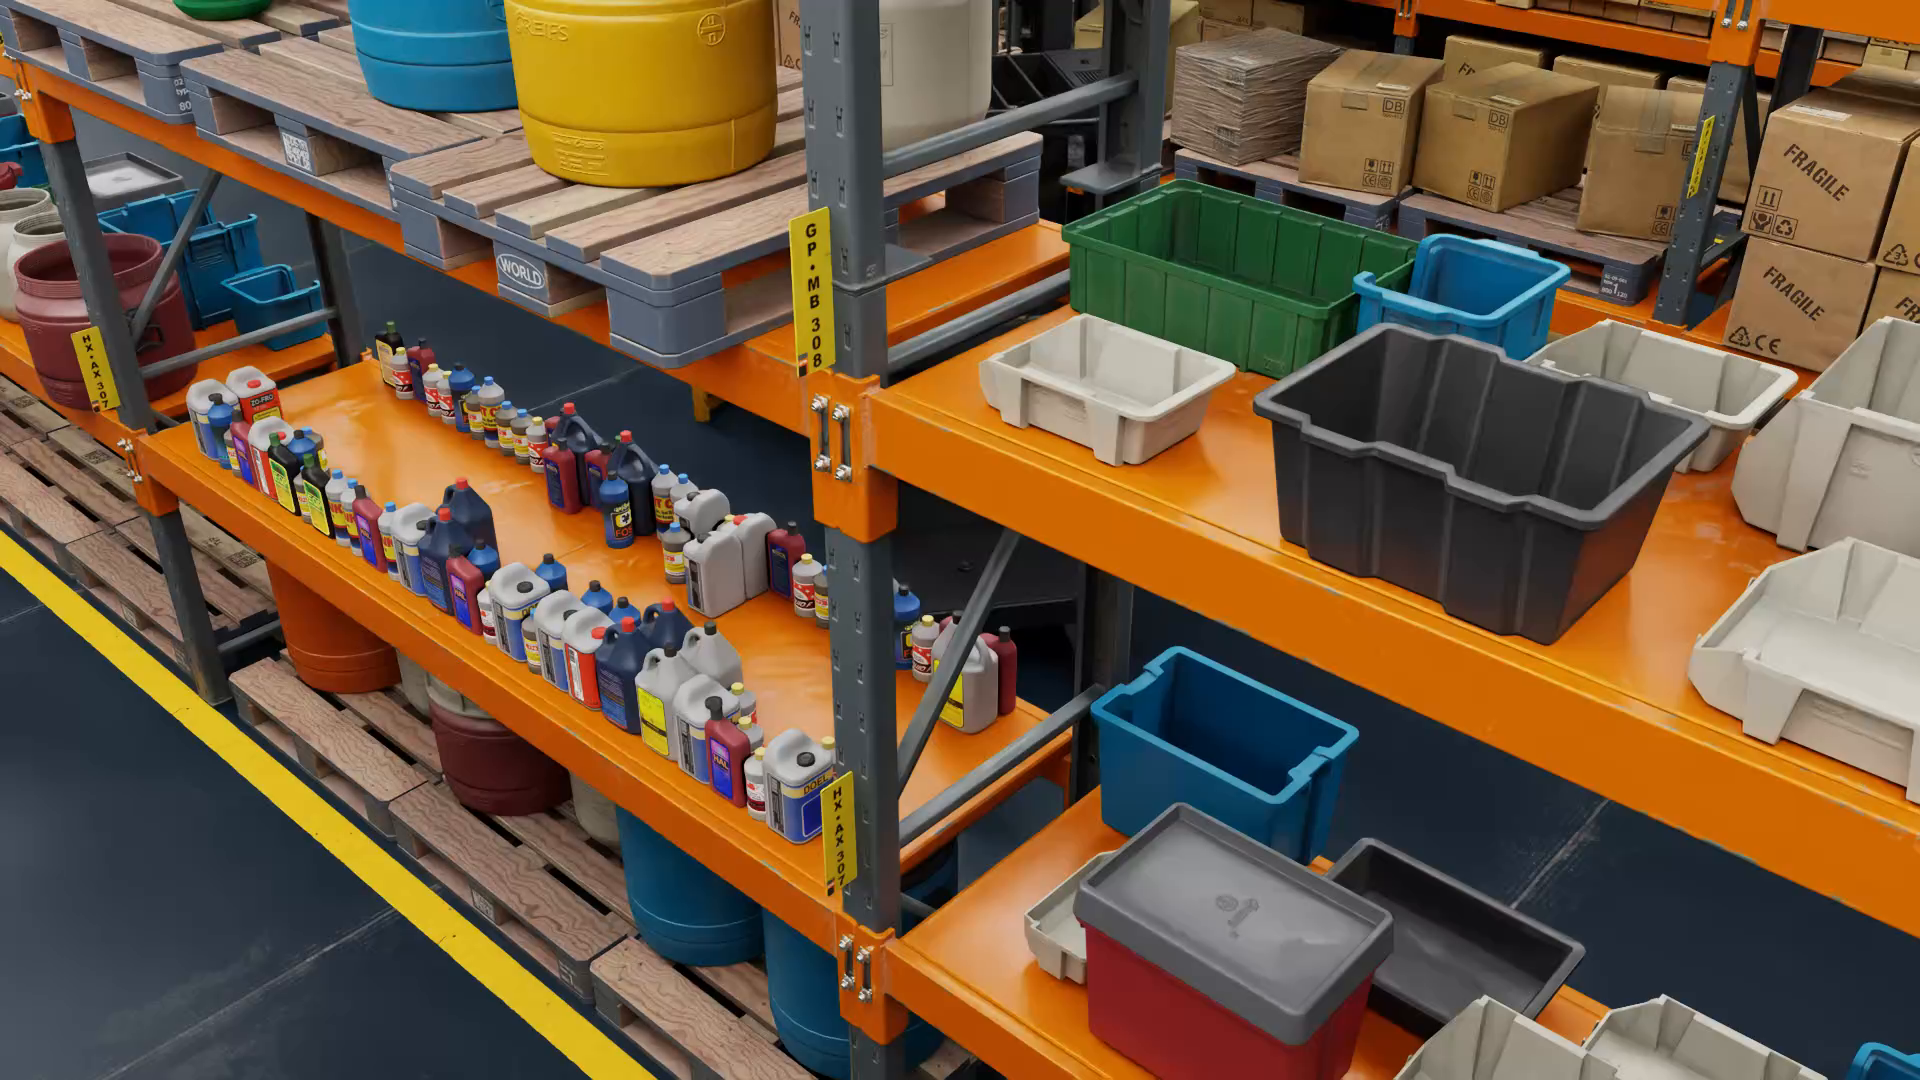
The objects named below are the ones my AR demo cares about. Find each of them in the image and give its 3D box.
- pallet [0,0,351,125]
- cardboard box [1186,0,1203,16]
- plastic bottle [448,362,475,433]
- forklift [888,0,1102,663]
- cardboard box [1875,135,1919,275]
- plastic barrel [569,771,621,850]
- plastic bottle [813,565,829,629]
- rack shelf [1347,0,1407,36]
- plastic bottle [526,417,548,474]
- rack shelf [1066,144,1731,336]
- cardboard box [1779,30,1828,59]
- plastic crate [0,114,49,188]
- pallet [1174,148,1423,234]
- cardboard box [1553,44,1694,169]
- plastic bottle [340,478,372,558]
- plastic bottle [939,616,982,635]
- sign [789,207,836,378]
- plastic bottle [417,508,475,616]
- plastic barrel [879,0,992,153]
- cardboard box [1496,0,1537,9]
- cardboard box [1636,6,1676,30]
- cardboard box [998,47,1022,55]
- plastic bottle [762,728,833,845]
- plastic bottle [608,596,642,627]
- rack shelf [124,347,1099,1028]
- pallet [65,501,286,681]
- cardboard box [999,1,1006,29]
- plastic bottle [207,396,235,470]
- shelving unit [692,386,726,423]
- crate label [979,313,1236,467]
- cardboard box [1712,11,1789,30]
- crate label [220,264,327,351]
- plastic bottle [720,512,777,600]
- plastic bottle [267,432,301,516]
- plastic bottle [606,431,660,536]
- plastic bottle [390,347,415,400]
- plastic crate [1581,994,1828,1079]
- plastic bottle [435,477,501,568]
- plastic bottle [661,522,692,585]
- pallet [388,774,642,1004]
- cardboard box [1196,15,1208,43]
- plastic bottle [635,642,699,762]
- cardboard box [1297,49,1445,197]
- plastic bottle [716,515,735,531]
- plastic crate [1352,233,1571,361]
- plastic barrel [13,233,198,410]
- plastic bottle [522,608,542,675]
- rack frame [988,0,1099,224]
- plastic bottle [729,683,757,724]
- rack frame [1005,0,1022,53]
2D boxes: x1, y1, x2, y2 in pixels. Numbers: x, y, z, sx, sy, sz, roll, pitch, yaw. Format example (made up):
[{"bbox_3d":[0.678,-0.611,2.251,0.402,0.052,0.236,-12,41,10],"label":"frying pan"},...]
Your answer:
[{"bbox_3d":[-2.378,-1.683,5.411,1.213,0.211,1.003,25,39,35],"label":"pallet"},{"bbox_3d":[2.077,-4.814,14.608,0.500,0.250,0.500,24,38,34],"label":"cardboard box"},{"bbox_3d":[-1.904,-0.554,6.387,0.097,0.271,0.097,0,31,0],"label":"plastic bottle"},{"bbox_3d":[0.107,-0.907,6.915,1.130,2.935,3.031,-6,32,-9],"label":"forklift"},{"bbox_3d":[3.956,-1.311,6.453,0.500,0.500,0.500,24,38,34],"label":"cardboard box"},{"bbox_3d":[-1.189,0.820,5.984,0.421,0.512,0.421,0,31,0],"label":"plastic barrel"},{"bbox_3d":[-0.412,0.172,5.248,0.097,0.201,0.097,0,31,0],"label":"plastic bottle"},{"bbox_3d":[2.286,-4.953,14.267,4.000,0.370,1.077,25,39,35],"label":"rack shelf"},{"bbox_3d":[-1.544,-0.356,6.126,0.097,0.201,0.097,0,31,0],"label":"plastic bottle"},{"bbox_3d":[1.930,-1.673,8.818,4.000,0.370,1.077,25,39,35],"label":"rack shelf"},{"bbox_3d":[5.694,-3.348,11.128,0.250,0.149,0.380,25,39,35],"label":"cardboard box"},{"bbox_3d":[-4.818,-1.895,8.505,0.575,0.384,0.392,25,39,35],"label":"plastic crate"},{"bbox_3d":[1.892,-1.920,8.717,1.213,0.211,1.003,25,39,35],"label":"pallet"},{"bbox_3d":[4.871,-3.218,12.364,0.750,0.750,0.750,25,39,35],"label":"cardboard box"},{"bbox_3d":[-2.023,-0.082,5.602,0.097,0.271,0.097,0,31,0],"label":"plastic bottle"},{"bbox_3d":[0.002,0.318,4.927,0.133,0.283,0.061,25,39,35],"label":"plastic bottle"},{"bbox_3d":[-0.284,-0.475,3.214,0.005,0.325,0.100,25,39,35],"label":"sign"},{"bbox_3d":[-1.631,0.051,5.305,0.185,0.351,0.144,25,39,35],"label":"plastic bottle"},{"bbox_3d":[-0.136,-1.197,3.884,0.433,0.535,0.433,0,31,0],"label":"plastic barrel"},{"bbox_3d":[4.178,-4.053,12.298,0.250,0.149,0.380,26,40,36],"label":"cardboard box"},{"bbox_3d":[5.002,-3.741,11.780,0.250,0.149,0.380,25,39,35],"label":"cardboard box"},{"bbox_3d":[0.207,-2.778,10.042,0.500,0.311,0.500,-27,40,-37],"label":"cardboard box"},{"bbox_3d":[-0.423,0.644,4.392,0.135,0.276,0.152,25,39,35],"label":"plastic bottle"},{"bbox_3d":[-0.998,0.291,4.983,0.097,0.271,0.097,0,31,0],"label":"plastic bottle"},{"bbox_3d":[-1.397,0.220,5.674,4.000,0.370,1.077,25,39,35],"label":"rack shelf"},{"bbox_3d":[-3.428,0.131,7.827,1.213,0.211,1.003,25,39,35],"label":"pallet"},{"bbox_3d":[0.386,-5.102,16.137,0.250,0.166,0.380,20,36,29],"label":"cardboard box"},{"bbox_3d":[-2.708,-0.401,6.133,0.097,0.271,0.097,0,31,0],"label":"plastic bottle"},{"bbox_3d":[-0.891,-1.299,8.953,1.083,1.500,0.587,18,36,28],"label":"shelving unit"},{"bbox_3d":[0.255,-0.288,3.168,0.466,0.136,0.293,25,39,35],"label":"crate label"},{"bbox_3d":[5.471,-3.777,11.211,0.500,0.500,0.500,25,39,35],"label":"cardboard box"},{"bbox_3d":[-2.940,-0.998,7.162,0.416,0.233,0.303,25,39,35],"label":"crate label"},{"bbox_3d":[-0.688,0.031,5.411,0.135,0.276,0.152,25,39,35],"label":"plastic bottle"},{"bbox_3d":[-2.364,-0.233,5.842,0.133,0.283,0.061,25,39,35],"label":"plastic bottle"},{"bbox_3d":[-1.120,-0.206,5.731,0.185,0.351,0.144,25,39,35],"label":"plastic bottle"},{"bbox_3d":[-2.220,-0.672,6.650,0.097,0.201,0.097,0,31,0],"label":"plastic bottle"},{"bbox_3d":[1.579,1.179,3.581,0.466,0.136,0.293,25,39,35],"label":"plastic crate"},{"bbox_3d":[-1.629,-0.054,5.479,0.185,0.351,0.144,25,39,35],"label":"plastic bottle"},{"bbox_3d":[-0.930,0.036,5.474,0.097,0.201,0.097,0,31,0],"label":"plastic bottle"},{"bbox_3d":[-1.367,1.093,6.229,1.213,0.211,1.003,25,39,35],"label":"pallet"},{"bbox_3d":[2.128,-4.471,14.765,0.500,0.500,0.700,26,39,36],"label":"cardboard box"},{"bbox_3d":[-0.815,0.432,4.672,0.185,0.351,0.144,25,39,35],"label":"plastic bottle"},{"bbox_3d":[2.062,-2.100,8.325,0.500,0.500,0.700,15,34,23],"label":"cardboard box"},{"bbox_3d":[-0.755,0.012,5.514,0.097,0.201,0.097,0,31,0],"label":"plastic bottle"},{"bbox_3d":[0.976,-0.417,3.288,0.300,0.233,0.416,25,39,35],"label":"plastic crate"},{"bbox_3d":[-3.427,-0.884,6.678,0.708,0.536,0.600,25,39,35],"label":"plastic barrel"},{"bbox_3d":[-1.272,0.299,5.038,0.097,0.201,0.097,0,31,0],"label":"plastic bottle"},{"bbox_3d":[0.447,-2.673,9.783,0.127,3.000,1.000,25,39,35],"label":"rack frame"},{"bbox_3d":[-0.624,0.496,4.711,0.097,0.201,0.097,0,31,0],"label":"plastic bottle"},{"bbox_3d":[0.803,-5.953,15.231,0.127,3.000,1.000,25,39,35],"label":"rack frame"}]
